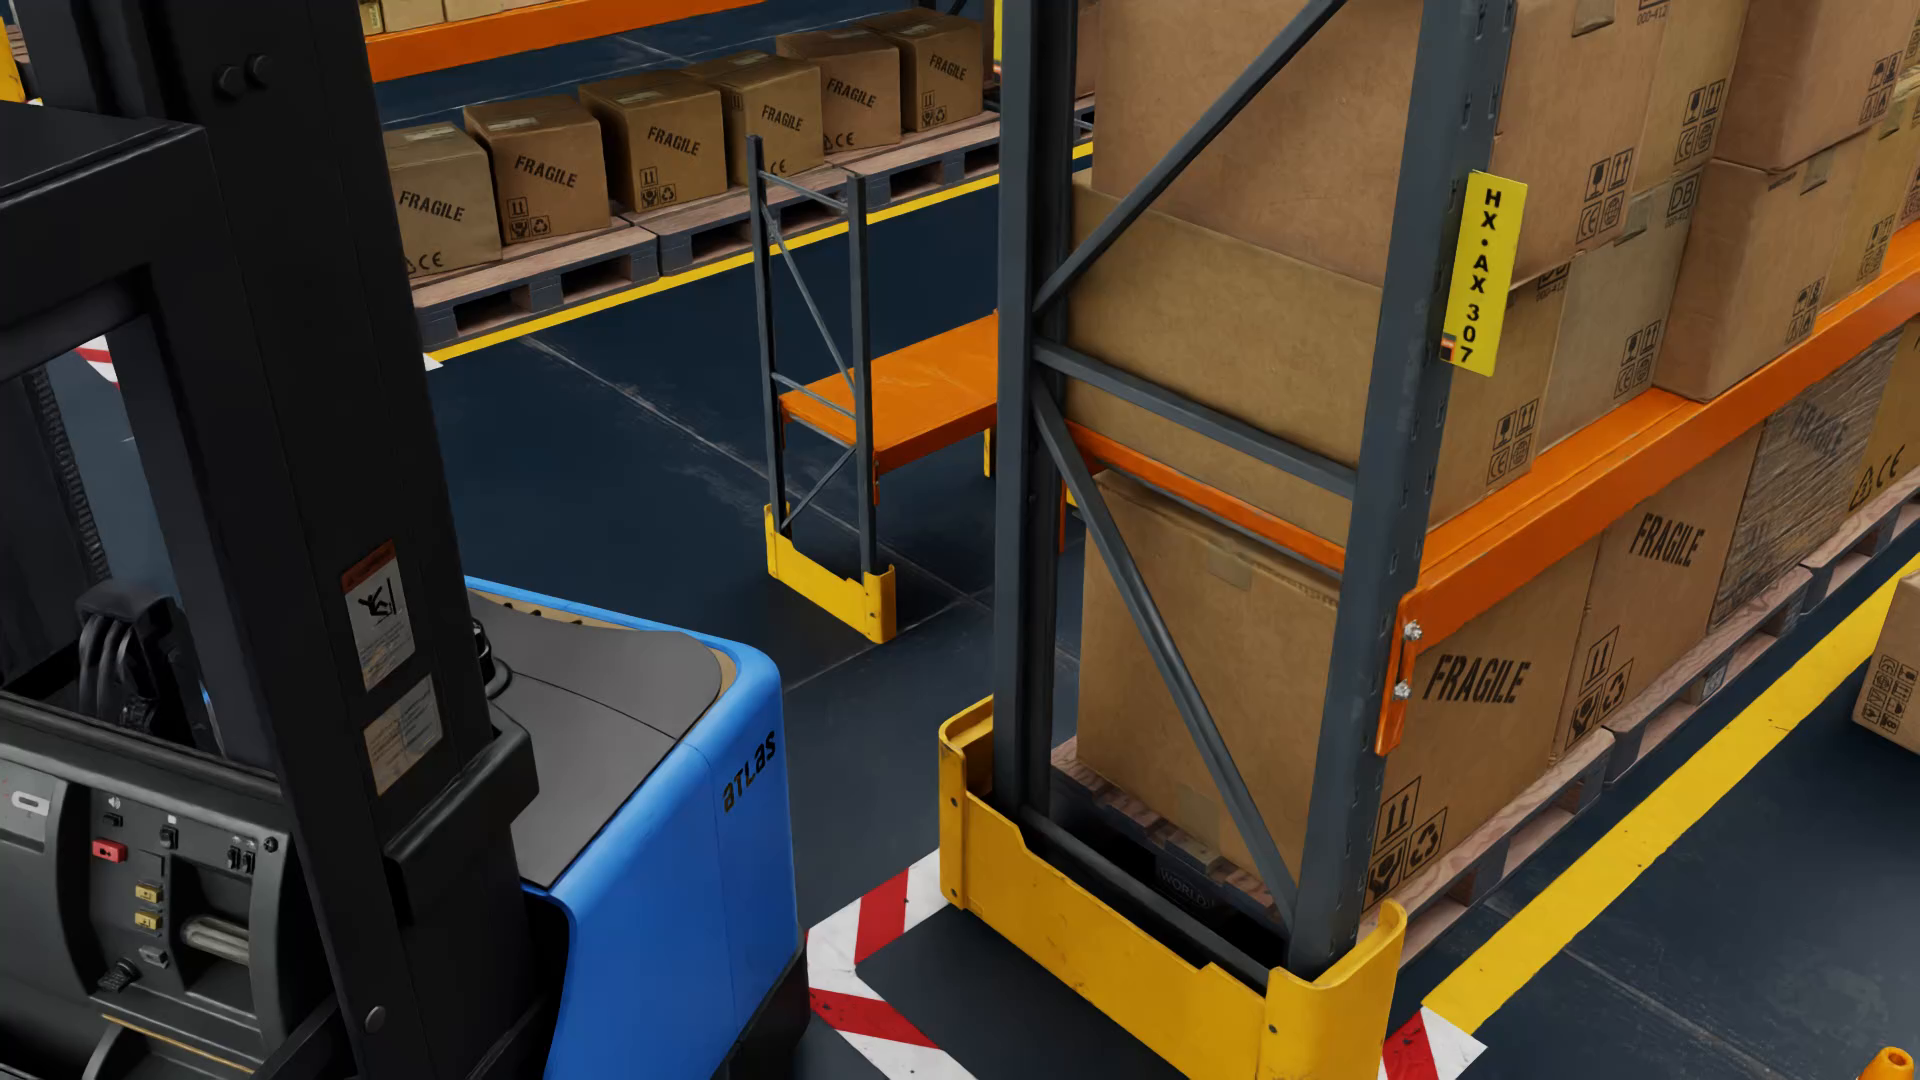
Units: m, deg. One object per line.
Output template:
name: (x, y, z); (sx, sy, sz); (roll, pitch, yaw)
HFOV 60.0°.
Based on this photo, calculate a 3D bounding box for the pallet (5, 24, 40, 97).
pallet: (-5.581, -3.204, 10.788); (1.213, 0.211, 1.003); (-26, 40, -35)

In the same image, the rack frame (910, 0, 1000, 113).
rack frame: (0.097, -3.587, 8.740); (0.127, 3.000, 1.000); (-26, 40, -35)

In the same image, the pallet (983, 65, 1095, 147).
pallet: (0.667, -2.674, 9.920); (1.213, 0.211, 1.003); (-26, 40, -35)

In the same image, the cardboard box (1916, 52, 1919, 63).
cardboard box: (2.287, -1.682, 4.447); (0.550, 0.550, 0.875); (-26, 40, -35)

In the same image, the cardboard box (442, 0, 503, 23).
cardboard box: (-2.075, -2.235, 6.771); (0.250, 0.149, 0.380); (-26, 40, -35)

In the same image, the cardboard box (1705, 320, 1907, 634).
cardboard box: (2.228, -0.409, 5.177); (0.875, 0.875, 0.875); (-25, 40, -35)

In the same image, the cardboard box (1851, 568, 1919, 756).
cardboard box: (2.955, 0.355, 4.688); (0.500, 0.500, 0.500); (-19, 36, -28)

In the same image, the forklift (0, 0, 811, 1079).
forklift: (-1.368, 0.504, 2.116); (1.130, 2.935, 3.031); (12, 33, 19)

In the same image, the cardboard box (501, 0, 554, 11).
cardboard box: (-1.906, -2.332, 6.929); (0.250, 0.149, 0.380); (-26, 40, -35)

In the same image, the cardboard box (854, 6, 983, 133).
cardboard box: (-0.224, -2.573, 9.076); (0.500, 0.500, 0.500); (-27, 41, -37)

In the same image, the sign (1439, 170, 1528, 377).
sign: (0.835, -0.423, 2.661); (0.005, 0.325, 0.100); (-26, 40, -35)

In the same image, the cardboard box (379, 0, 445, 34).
cardboard box: (-2.269, -2.152, 6.635); (0.250, 0.149, 0.380); (-26, 40, -35)

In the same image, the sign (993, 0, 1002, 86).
sign: (0.103, -1.042, 3.242); (0.005, 0.325, 0.100); (-26, 40, -35)

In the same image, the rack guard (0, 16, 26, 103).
rack guard: (-6.180, -3.041, 10.244); (0.348, 0.500, 1.175); (-26, 40, -35)

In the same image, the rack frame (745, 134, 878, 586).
rack frame: (-0.435, -0.429, 5.014); (0.032, 1.500, 0.500); (-26, 40, -35)

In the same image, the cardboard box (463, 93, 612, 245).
cardboard box: (-1.952, -1.721, 7.683); (0.500, 0.500, 0.500); (-15, 35, -23)

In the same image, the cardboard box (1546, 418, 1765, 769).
cardboard box: (1.558, -0.086, 4.650); (0.875, 0.875, 0.875); (-27, 40, -36)

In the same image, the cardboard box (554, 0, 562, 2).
cardboard box: (-1.718, -2.418, 7.069); (0.250, 0.149, 0.380); (-26, 40, -35)

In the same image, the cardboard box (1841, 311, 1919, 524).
cardboard box: (2.886, -0.730, 5.703); (0.875, 0.875, 0.875); (-25, 39, -35)

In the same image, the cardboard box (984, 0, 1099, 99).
cardboard box: (0.562, -2.918, 9.621); (0.700, 0.500, 0.500); (26, 40, 35)

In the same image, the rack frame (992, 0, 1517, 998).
rack frame: (0.462, -0.235, 3.259); (0.127, 3.000, 1.000); (-26, 40, -35)

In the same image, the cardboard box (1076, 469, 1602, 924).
cardboard box: (0.914, 0.227, 4.138); (0.875, 0.875, 0.875); (-26, 40, -35)

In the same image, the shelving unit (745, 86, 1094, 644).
shelving unit: (-0.056, -0.613, 5.315); (1.083, 1.500, 0.587); (-26, 40, -35)

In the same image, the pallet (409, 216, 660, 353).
pallet: (-2.161, -1.280, 7.641); (1.213, 0.211, 1.003); (-26, 40, -35)

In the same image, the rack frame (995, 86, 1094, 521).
rack frame: (0.310, -0.790, 5.604); (0.032, 1.500, 0.500); (-26, 40, -35)

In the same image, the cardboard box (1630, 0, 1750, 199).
cardboard box: (1.101, -1.107, 3.506); (0.550, 0.550, 0.875); (-26, 40, -35)

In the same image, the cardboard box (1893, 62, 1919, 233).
cardboard box: (2.269, -1.232, 4.746); (0.550, 0.550, 0.875); (-26, 40, -35)

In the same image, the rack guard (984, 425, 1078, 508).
rack guard: (0.309, -0.256, 5.929); (0.087, 0.250, 0.587); (-26, 40, -35)

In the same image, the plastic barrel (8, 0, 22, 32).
plastic barrel: (-5.773, -3.443, 10.488); (0.421, 0.512, 0.421); (0, 31, 0)

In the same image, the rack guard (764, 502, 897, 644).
rack guard: (-0.421, 0.097, 5.352); (0.087, 0.250, 0.587); (-26, 40, -35)

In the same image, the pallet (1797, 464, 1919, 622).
pallet: (2.784, -0.224, 5.914); (1.213, 0.211, 1.003); (-26, 40, -35)

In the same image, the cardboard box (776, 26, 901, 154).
cardboard box: (-0.639, -2.367, 8.739); (0.500, 0.500, 0.500); (-13, 34, -21)

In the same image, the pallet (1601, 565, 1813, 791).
pallet: (1.889, 0.211, 5.203); (1.213, 0.211, 1.003); (-26, 40, -35)

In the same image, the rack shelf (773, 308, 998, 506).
rack shelf: (-0.063, -0.456, 5.403); (1.000, 0.185, 0.538); (-26, 40, -35)

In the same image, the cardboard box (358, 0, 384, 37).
cardboard box: (-2.465, -2.071, 6.502); (0.250, 0.149, 0.380); (-26, 40, -35)

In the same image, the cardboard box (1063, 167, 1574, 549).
cardboard box: (0.703, -0.448, 3.463); (0.550, 0.550, 0.875); (-26, 40, -35)

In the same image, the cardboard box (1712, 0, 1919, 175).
cardboard box: (1.604, -1.253, 3.745); (0.550, 0.550, 0.875); (-26, 40, -35)

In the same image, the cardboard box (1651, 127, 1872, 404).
cardboard box: (1.588, -0.802, 4.042); (0.550, 0.550, 0.875); (-26, 40, -35)

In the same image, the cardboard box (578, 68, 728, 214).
cardboard box: (-1.480, -1.936, 8.034); (0.500, 0.500, 0.500); (-22, 38, -31)

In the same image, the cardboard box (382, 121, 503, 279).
cardboard box: (-2.367, -1.496, 7.315); (0.500, 0.500, 0.500); (-18, 36, -27)

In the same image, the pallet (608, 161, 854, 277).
pallet: (-1.267, -1.711, 8.345); (1.213, 0.211, 1.003); (-26, 40, -35)

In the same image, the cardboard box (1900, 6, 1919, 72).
cardboard box: (1.904, -1.491, 4.134); (0.500, 0.550, 0.875); (-26, 40, -35)

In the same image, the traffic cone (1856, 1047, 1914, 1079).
traffic cone: (1.817, 1.202, 3.340); (0.334, 0.463, 0.336); (-26, 40, -35)

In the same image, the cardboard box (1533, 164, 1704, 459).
cardboard box: (1.092, -0.651, 3.796); (0.550, 0.550, 0.875); (-26, 40, -35)

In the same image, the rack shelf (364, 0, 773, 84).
rack shelf: (-1.370, -2.571, 7.768); (4.000, 0.370, 1.077); (-26, 40, -35)

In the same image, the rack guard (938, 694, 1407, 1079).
rack guard: (0.444, 0.840, 3.897); (0.348, 0.500, 1.175); (-26, 40, -35)

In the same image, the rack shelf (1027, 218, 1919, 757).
rack shelf: (1.929, -0.637, 4.606); (4.000, 0.370, 1.077); (-26, 40, -35)

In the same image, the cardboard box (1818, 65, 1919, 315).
cardboard box: (1.948, -1.006, 4.375); (0.500, 0.550, 0.875); (-26, 40, -35)

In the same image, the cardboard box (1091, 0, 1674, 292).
cardboard box: (0.760, -0.876, 3.129); (0.550, 0.550, 0.875); (-26, 40, -35)

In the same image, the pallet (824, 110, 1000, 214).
pallet: (-0.372, -2.145, 9.056); (1.213, 0.211, 1.003); (-26, 40, -35)

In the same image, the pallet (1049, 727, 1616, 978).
pallet: (0.995, 0.641, 4.499); (1.213, 0.211, 1.003); (-26, 40, -35)

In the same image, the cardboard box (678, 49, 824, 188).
cardboard box: (-1.040, -2.117, 8.330); (0.500, 0.500, 0.500); (25, 39, 35)
